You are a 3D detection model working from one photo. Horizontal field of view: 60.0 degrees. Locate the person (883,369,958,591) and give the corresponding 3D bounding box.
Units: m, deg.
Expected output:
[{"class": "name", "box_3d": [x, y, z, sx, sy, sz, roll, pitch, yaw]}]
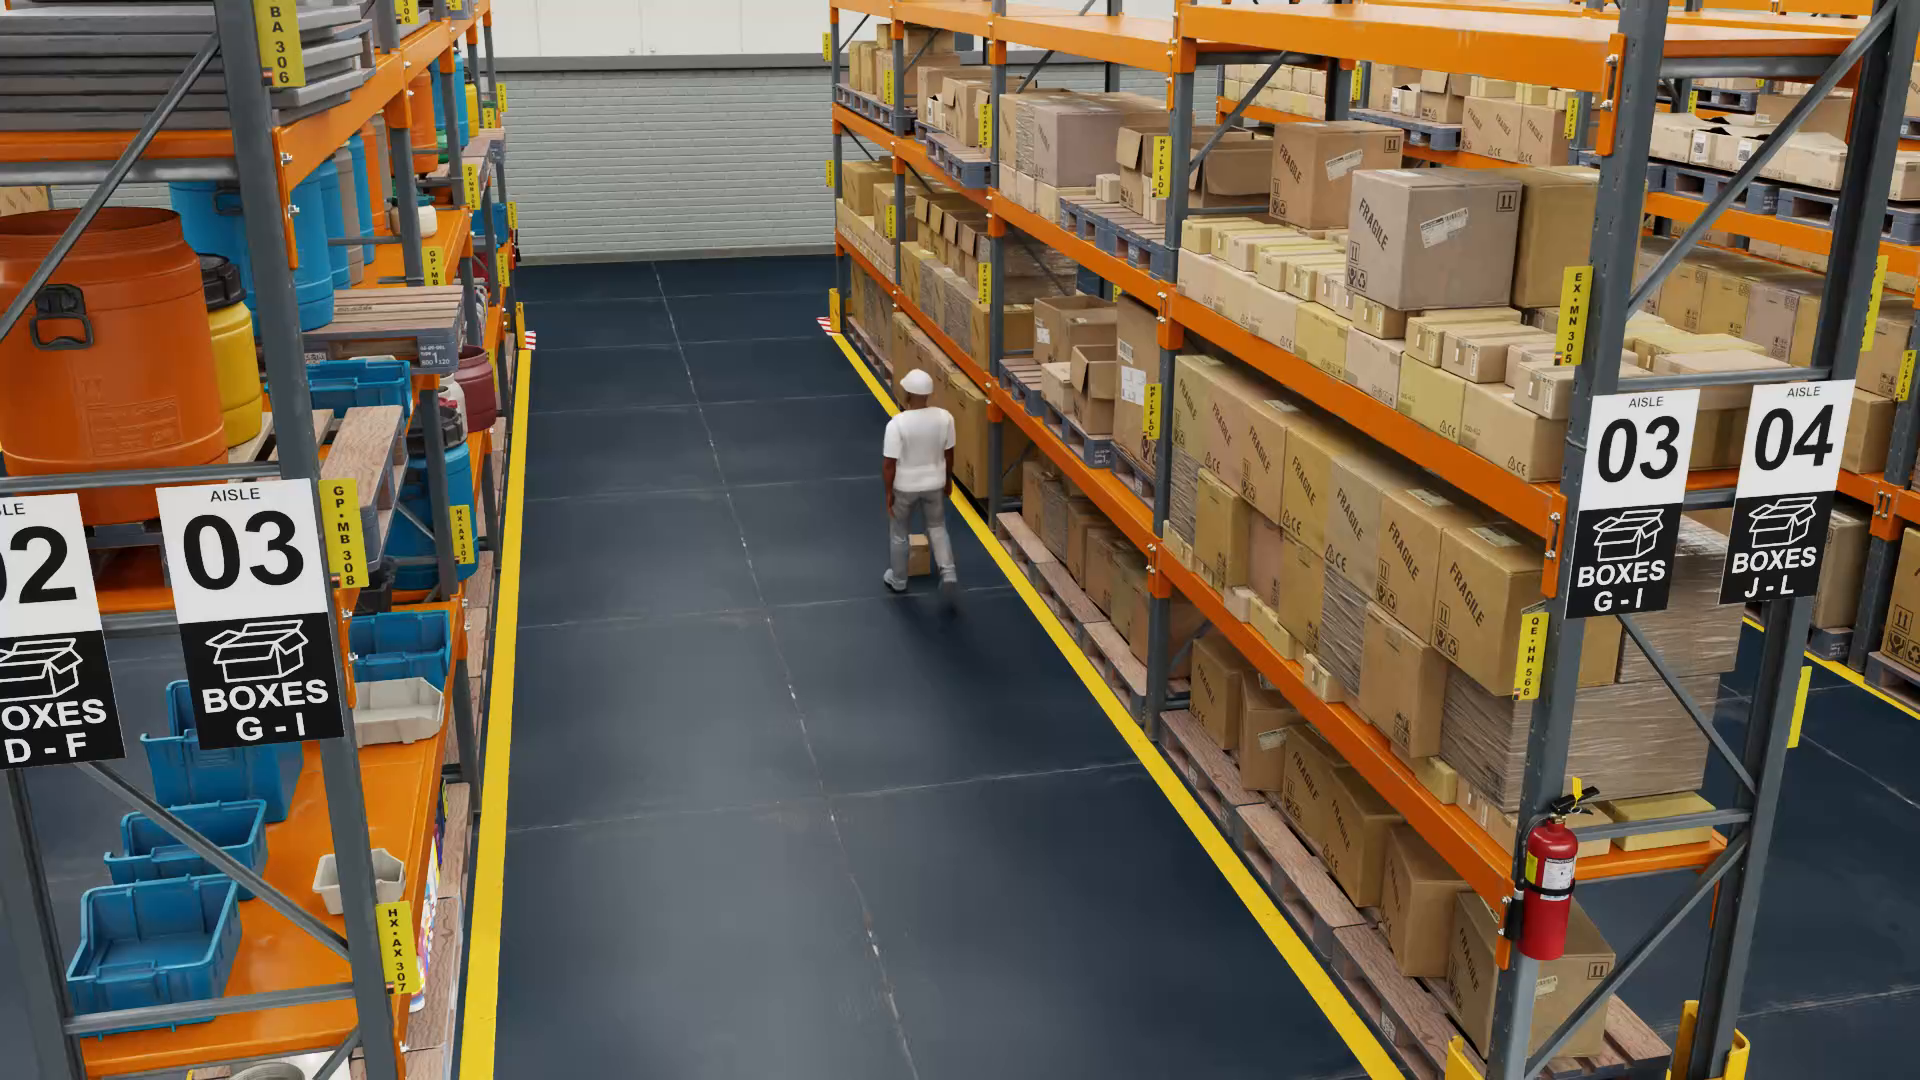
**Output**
[{"class": "person", "box_3d": [-0.316, -0.418, 12.192, 0.577, 1.748, 0.810, -6, 20, -17]}]
